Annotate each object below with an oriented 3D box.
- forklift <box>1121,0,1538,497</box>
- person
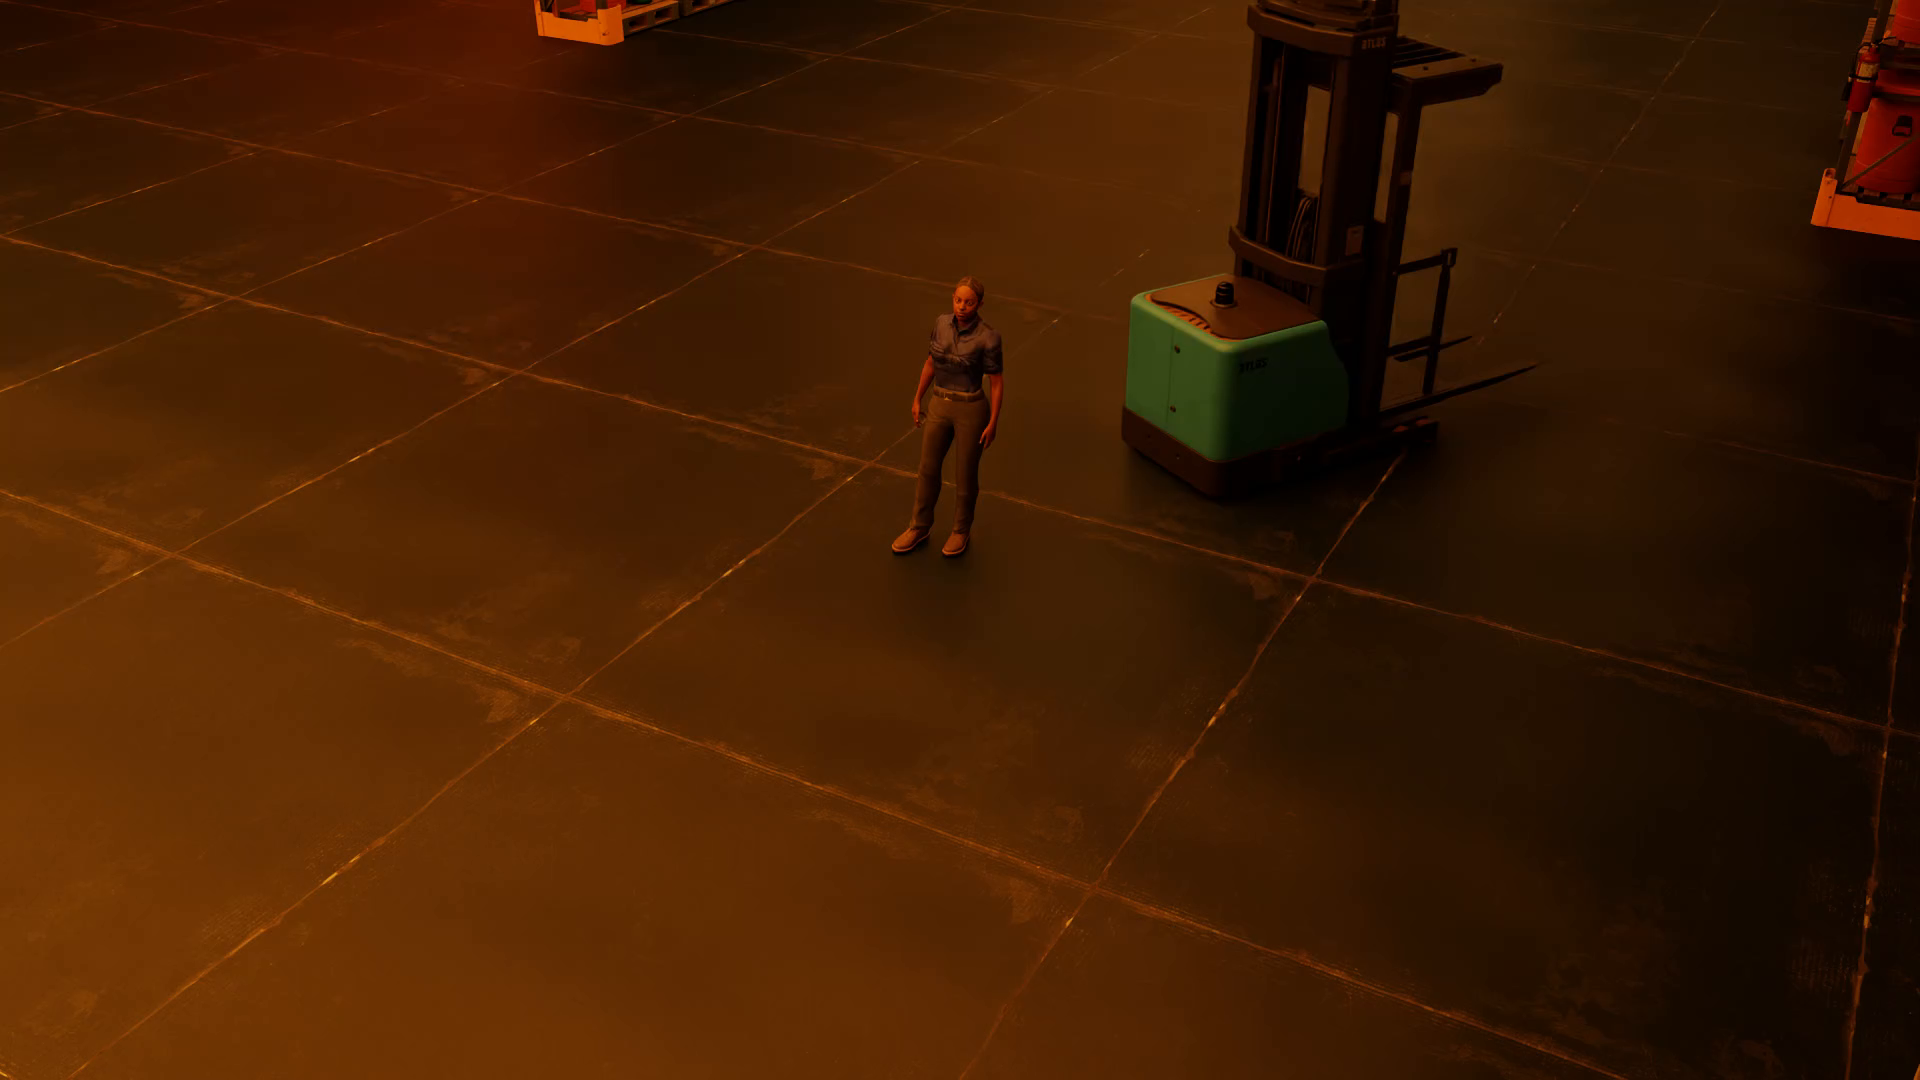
[{"bbox_3d":[2.599,-2.070,10.658,3.031,2.935,1.130,-17,34,-26],"label":"forklift"},{"bbox_3d":[-0.060,-0.690,9.527,0.569,1.656,0.503,15,33,25],"label":"person"}]
